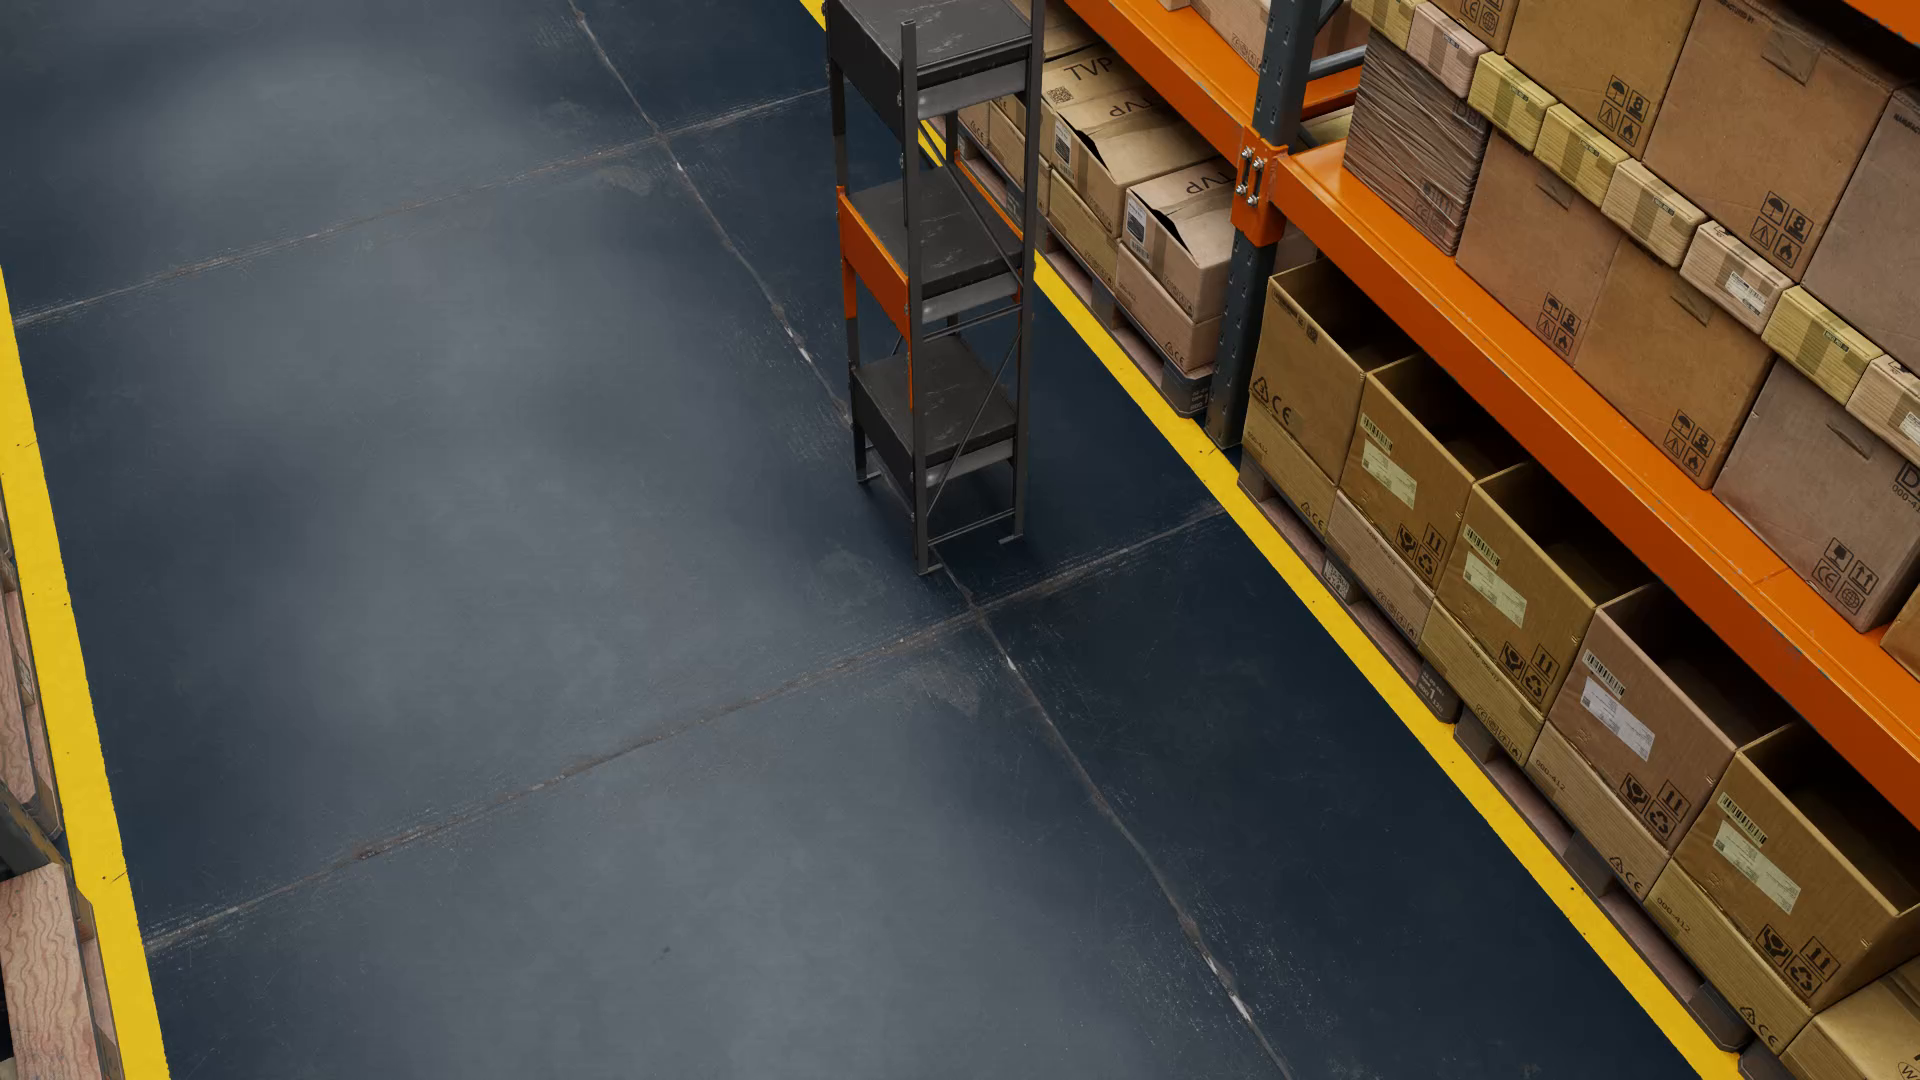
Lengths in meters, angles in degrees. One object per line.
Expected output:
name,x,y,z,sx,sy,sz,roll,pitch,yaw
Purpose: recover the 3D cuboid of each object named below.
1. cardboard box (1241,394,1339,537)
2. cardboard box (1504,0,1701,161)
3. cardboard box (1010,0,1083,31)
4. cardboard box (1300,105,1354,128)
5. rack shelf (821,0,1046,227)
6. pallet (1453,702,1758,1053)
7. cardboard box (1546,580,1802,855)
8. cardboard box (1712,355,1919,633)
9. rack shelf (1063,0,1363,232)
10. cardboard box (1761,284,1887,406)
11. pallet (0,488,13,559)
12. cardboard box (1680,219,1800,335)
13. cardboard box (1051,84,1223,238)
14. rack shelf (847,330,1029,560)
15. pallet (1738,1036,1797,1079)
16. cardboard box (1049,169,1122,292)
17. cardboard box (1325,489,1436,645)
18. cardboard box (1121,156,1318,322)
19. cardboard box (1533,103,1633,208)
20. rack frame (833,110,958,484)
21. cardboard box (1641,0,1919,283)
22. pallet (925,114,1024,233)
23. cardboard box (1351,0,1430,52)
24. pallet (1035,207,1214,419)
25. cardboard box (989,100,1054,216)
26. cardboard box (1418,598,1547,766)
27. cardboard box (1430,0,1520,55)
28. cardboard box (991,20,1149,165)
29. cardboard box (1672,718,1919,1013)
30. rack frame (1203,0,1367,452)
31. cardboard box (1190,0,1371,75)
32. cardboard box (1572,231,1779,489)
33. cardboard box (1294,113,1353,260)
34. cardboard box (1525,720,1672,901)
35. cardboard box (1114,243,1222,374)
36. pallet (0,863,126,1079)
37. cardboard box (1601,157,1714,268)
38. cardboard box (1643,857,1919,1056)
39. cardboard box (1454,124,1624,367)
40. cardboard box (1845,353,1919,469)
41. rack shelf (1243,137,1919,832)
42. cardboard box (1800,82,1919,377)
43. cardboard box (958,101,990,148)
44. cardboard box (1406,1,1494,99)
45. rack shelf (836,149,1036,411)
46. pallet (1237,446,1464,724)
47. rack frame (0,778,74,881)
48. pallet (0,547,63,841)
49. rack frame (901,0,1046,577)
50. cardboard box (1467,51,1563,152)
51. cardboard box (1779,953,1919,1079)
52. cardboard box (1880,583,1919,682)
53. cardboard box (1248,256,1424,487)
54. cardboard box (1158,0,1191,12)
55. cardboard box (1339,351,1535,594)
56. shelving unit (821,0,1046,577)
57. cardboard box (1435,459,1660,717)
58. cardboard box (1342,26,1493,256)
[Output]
cardboard box,1.307,-0.337,5.599,0.500,0.250,0.500,-21,52,-18
cardboard box,1.805,-1.346,4.006,0.700,0.500,0.500,-21,52,-18
cardboard box,0.227,-2.127,6.793,0.500,0.311,0.500,-22,52,-18
cardboard box,1.172,-1.635,6.363,0.500,0.311,0.500,-22,52,-18
rack shelf,-0.076,-1.254,4.540,0.431,0.518,0.480,-21,52,-18
pallet,2.253,0.764,4.942,1.003,0.211,1.213,-21,52,-18
cardboard box,1.986,0.423,4.437,0.500,0.500,0.500,-21,52,-18
cardboard box,2.281,-0.226,3.889,0.700,0.500,0.500,-20,52,-16
rack shelf,0.449,-2.620,6.527,1.077,0.370,4.000,-21,52,-18
cardboard box,2.027,-0.483,3.682,0.380,0.149,0.250,-22,52,-18
pallet,-3.959,-0.230,5.811,1.003,0.211,1.213,-21,52,-18
cardboard box,1.908,-0.657,3.835,0.380,0.149,0.250,-23,53,-19
cardboard box,0.680,-1.454,6.204,0.500,0.311,0.500,-20,52,-17
rack shelf,-0.076,-0.332,5.594,0.431,0.518,0.480,-21,52,-18
pallet,2.807,1.579,4.228,1.003,0.211,1.213,-21,52,-18
cardboard box,0.687,-1.268,6.414,0.500,0.250,0.500,-22,52,-18
cardboard box,1.531,0.000,5.305,0.500,0.250,0.500,-21,52,-18
cardboard box,0.924,-1.108,5.902,0.500,0.311,0.500,-21,52,-18
cardboard box,1.671,-1.003,4.137,0.380,0.149,0.250,-22,52,-18
rack frame,-0.187,-0.965,5.199,0.400,2.100,0.015,-21,52,-18
cardboard box,2.034,-1.010,3.713,0.700,0.500,0.500,-21,52,-18
pallet,0.430,-1.898,7.269,1.003,0.211,1.213,-21,52,-18
cardboard box,1.315,-1.518,4.588,0.380,0.149,0.250,-21,52,-18
pallet,0.992,-1.080,6.554,1.003,0.211,1.213,-21,52,-18
cardboard box,0.452,-1.611,6.714,0.500,0.250,0.500,-20,52,-17
cardboard box,1.755,0.336,5.011,0.500,0.250,0.500,-21,52,-18
cardboard box,1.573,-1.684,4.301,0.700,0.500,0.500,-21,52,-17
cardboard box,0.454,-1.789,6.497,0.500,0.311,0.500,-21,52,-18
cardboard box,2.214,0.758,4.144,0.500,0.500,0.500,-21,52,-18
rack frame,1.364,-1.518,5.085,1.000,3.000,0.127,-21,52,-18
cardboard box,1.100,-1.784,5.417,0.500,0.250,0.500,-18,51,-15
cardboard box,2.046,-0.569,4.188,0.700,0.500,0.500,-20,52,-17
cardboard box,1.396,-1.298,6.068,0.500,0.311,0.500,-21,52,-17
cardboard box,1.989,0.669,4.720,0.500,0.250,0.500,-21,52,-18
cardboard box,0.917,-0.929,6.118,0.500,0.250,0.500,-22,52,-18
pallet,-2.700,1.546,4.258,1.003,0.211,1.213,-21,52,-18
cardboard box,1.783,-0.835,3.990,0.380,0.149,0.250,-23,53,-19
cardboard box,2.217,1.004,4.427,0.500,0.250,0.500,-21,52,-18
cardboard box,1.820,-0.906,4.483,0.700,0.500,0.500,-22,52,-18
cardboard box,2.139,-0.315,3.536,0.380,0.149,0.250,-22,52,-18
rack shelf,2.279,0.057,4.185,1.077,0.370,4.000,-21,52,-18
cardboard box,2.262,-0.676,3.420,0.700,0.500,0.500,-21,52,-17
cardboard box,0.221,-1.952,7.012,0.500,0.250,0.500,-20,52,-17
cardboard box,1.430,-1.350,4.441,0.380,0.149,0.250,-20,52,-17
rack shelf,-0.076,-0.793,5.067,0.431,0.518,0.480,-21,52,-18
pallet,1.691,-0.054,5.657,1.003,0.211,1.213,-21,52,-18
rack frame,-3.039,0.190,3.591,1.000,3.000,0.127,-21,52,-18
pallet,-3.396,0.588,5.096,1.003,0.211,1.213,-21,52,-18
rack frame,0.036,-0.639,4.914,0.400,2.100,0.015,-21,52,-18
cardboard box,1.550,-1.178,4.290,0.380,0.149,0.250,-22,53,-18
cardboard box,2.447,1.338,4.135,0.500,0.250,0.500,-21,52,-18
cardboard box,2.526,0.125,3.582,0.700,0.500,0.500,-21,52,-17
cardboard box,1.298,-0.580,5.314,0.500,0.500,0.500,-21,52,-18
cardboard box,0.798,-1.999,5.595,0.396,0.266,0.258,-22,52,-18
cardboard box,1.534,-0.248,5.024,0.500,0.500,0.500,-21,52,-18
shelving unit,-0.076,-0.802,5.057,0.431,2.100,0.503,-21,52,-18
cardboard box,1.756,0.089,4.729,0.500,0.500,0.500,-21,52,-18
cardboard box,1.573,-1.257,4.790,0.700,0.500,0.500,-22,53,-18
